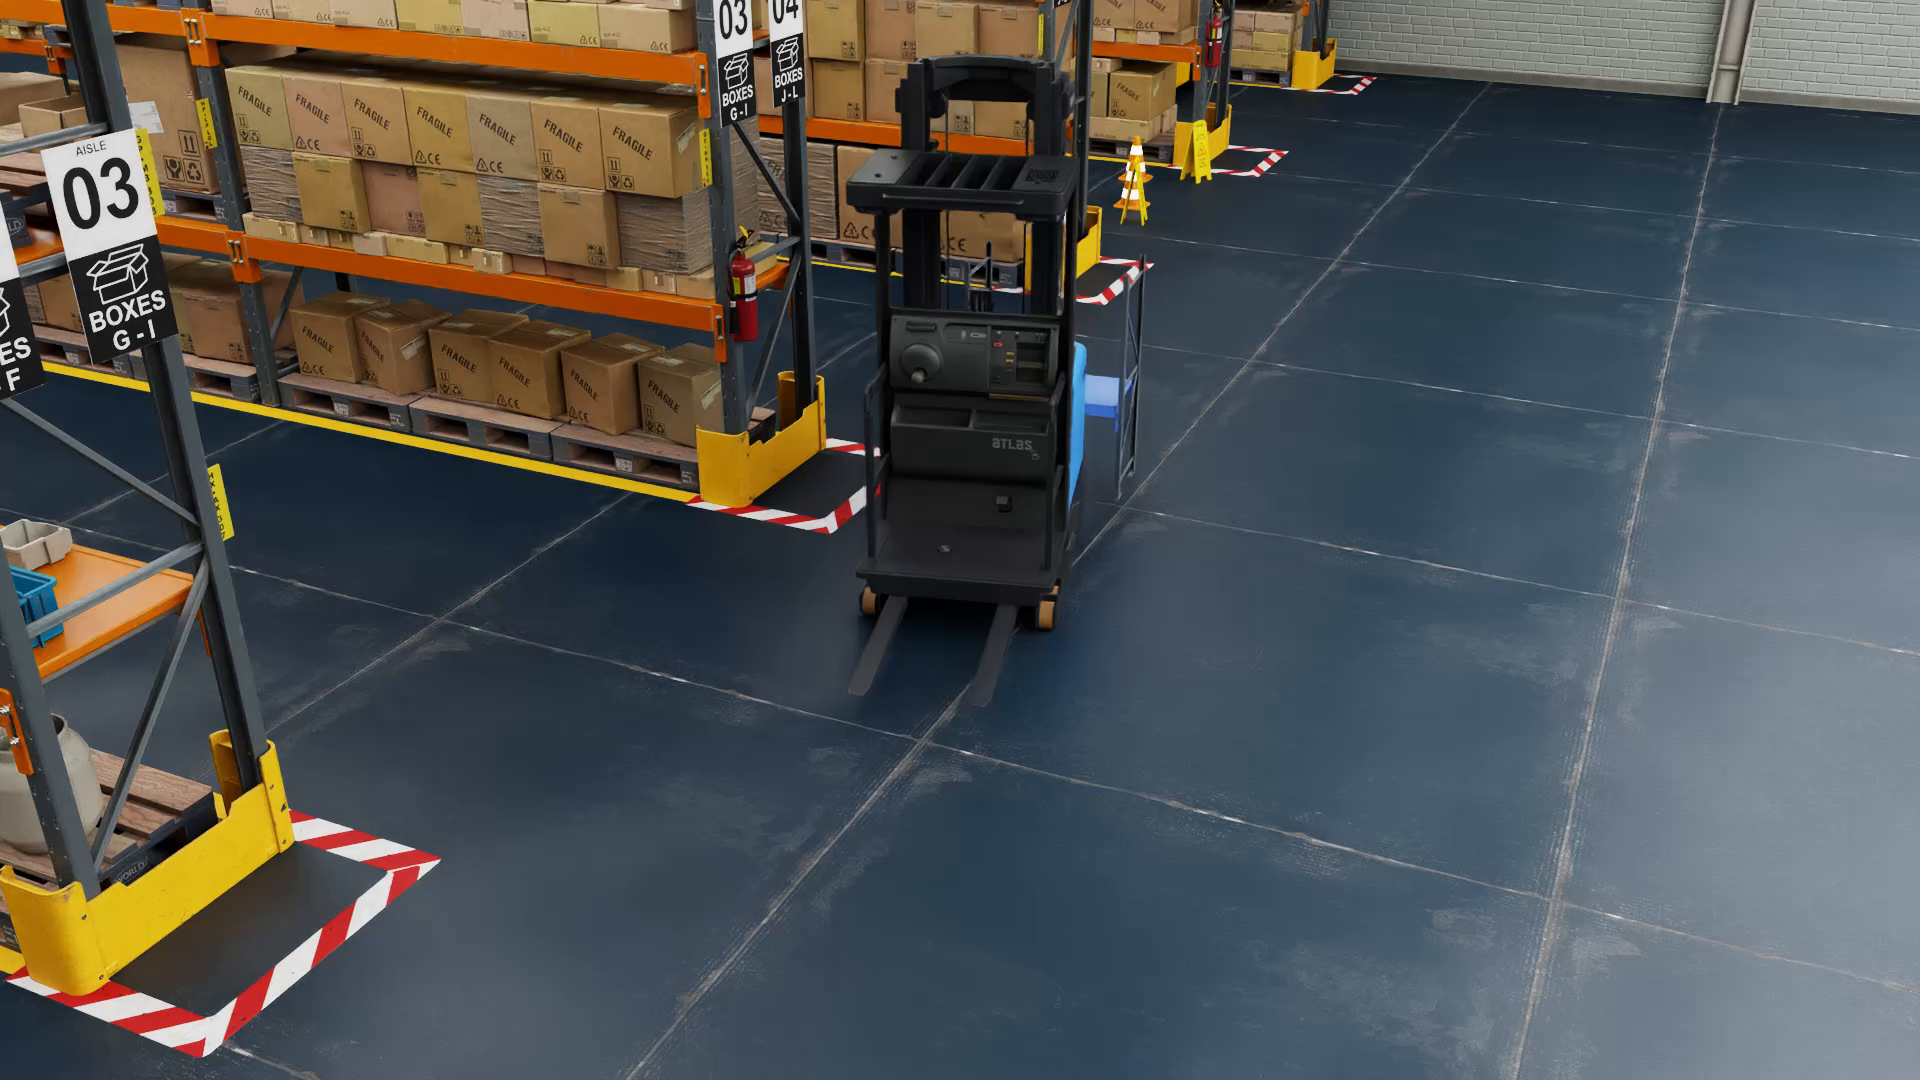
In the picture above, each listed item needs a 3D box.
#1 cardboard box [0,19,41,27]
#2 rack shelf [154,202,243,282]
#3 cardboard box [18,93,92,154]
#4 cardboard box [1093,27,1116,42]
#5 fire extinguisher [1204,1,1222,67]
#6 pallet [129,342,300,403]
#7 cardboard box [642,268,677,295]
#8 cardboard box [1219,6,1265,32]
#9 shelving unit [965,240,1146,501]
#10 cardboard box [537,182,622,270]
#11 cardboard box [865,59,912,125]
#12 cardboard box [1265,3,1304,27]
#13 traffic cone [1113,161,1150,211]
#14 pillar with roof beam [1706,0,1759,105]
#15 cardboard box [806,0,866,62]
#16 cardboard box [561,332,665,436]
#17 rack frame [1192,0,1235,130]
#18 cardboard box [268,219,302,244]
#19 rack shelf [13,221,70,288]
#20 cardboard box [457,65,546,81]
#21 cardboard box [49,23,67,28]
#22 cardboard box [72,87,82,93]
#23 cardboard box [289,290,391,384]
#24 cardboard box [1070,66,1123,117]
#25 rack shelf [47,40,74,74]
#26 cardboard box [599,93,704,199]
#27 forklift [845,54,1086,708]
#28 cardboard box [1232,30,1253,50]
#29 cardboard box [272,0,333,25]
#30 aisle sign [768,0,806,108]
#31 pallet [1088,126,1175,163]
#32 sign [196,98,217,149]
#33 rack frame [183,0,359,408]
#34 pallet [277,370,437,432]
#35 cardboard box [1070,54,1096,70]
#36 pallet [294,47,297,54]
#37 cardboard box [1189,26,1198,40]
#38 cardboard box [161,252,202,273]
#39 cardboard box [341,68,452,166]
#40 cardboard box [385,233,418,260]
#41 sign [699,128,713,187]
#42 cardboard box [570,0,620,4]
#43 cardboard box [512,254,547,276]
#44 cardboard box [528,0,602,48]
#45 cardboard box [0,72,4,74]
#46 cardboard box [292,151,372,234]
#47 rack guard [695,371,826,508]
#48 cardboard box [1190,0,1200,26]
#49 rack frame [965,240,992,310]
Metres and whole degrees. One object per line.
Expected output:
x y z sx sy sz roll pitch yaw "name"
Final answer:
-10.573 -6.116 18.826 0.500 0.500 0.500 11 28 22 "cardboard box"
-6.699 -2.567 12.883 4.000 0.370 1.077 11 28 22 "rack shelf"
-6.495 -3.039 12.434 0.637 0.503 0.797 15 30 27 "cardboard box"
1.688 -5.739 18.796 0.250 0.149 0.380 12 29 23 "cardboard box"
2.778 -5.537 18.187 0.183 0.674 0.296 11 28 22 "fire extinguisher"
-5.588 -1.415 12.885 1.213 0.211 1.003 11 28 22 "pallet"
-1.810 -1.695 10.582 0.250 0.149 0.380 11 28 22 "cardboard box"
3.901 -7.227 23.039 0.500 0.250 0.500 12 29 23 "cardboard box"
0.603 -1.102 10.791 1.048 1.500 0.538 8 27 16 "shelving unit"
-2.231 -2.126 10.722 0.500 0.500 0.875 11 28 22 "cardboard box"
-0.416 -4.130 15.074 0.550 0.550 0.875 11 28 22 "cardboard box"
4.557 -7.342 23.271 0.500 0.250 0.500 11 28 21 "cardboard box"
1.789 -3.691 17.223 0.334 0.463 0.336 11 28 22 "traffic cone"
8.335 -8.127 16.570 0.400 9.000 9.100 11 28 22 "pillar with roof beam"
-0.943 -4.669 14.945 0.500 0.550 0.875 11 28 22 "cardboard box"
-2.357 -1.076 11.395 0.500 0.500 0.500 20 33 35 "cardboard box"
2.865 -5.778 18.589 0.127 3.000 1.000 11 28 22 "rack frame"
-4.585 -2.200 11.608 0.250 0.149 0.380 11 28 22 "cardboard box"
-5.108 -1.190 6.690 4.000 0.370 1.077 11 28 22 "rack shelf"
-2.991 -2.904 11.171 0.500 0.500 0.500 11 28 22 "cardboard box"
-9.848 -5.782 18.406 0.250 0.149 0.380 10 28 19 "cardboard box"
-10.244 -5.285 19.668 0.250 0.149 0.380 13 29 24 "cardboard box"
-4.531 -1.502 12.259 0.500 0.500 0.500 10 28 20 "cardboard box"
1.551 -5.205 19.214 0.500 0.500 0.500 12 29 24 "cardboard box"
-8.195 -5.274 18.382 4.000 0.370 1.077 11 28 22 "rack shelf"
-1.840 -2.421 10.189 0.500 0.500 0.500 11 28 22 "cardboard box"
0.041 -0.986 8.935 1.130 2.935 3.031 4 27 9 "forklift"
3.892 -7.013 23.169 0.500 0.250 0.500 11 28 21 "cardboard box"
-4.091 -3.523 10.783 0.500 0.250 0.500 11 28 21 "cardboard box"
-1.057 -3.069 10.143 0.004 0.787 0.394 11 28 22 "aisle sign"
2.071 -4.703 19.564 1.213 0.211 1.003 11 28 22 "pallet"
-5.105 -2.820 11.271 0.005 0.325 0.100 11 28 22 "sign"
-4.879 -2.524 11.981 0.127 3.000 1.000 11 28 22 "rack frame"
-4.253 -1.165 12.377 1.213 0.211 1.003 11 28 22 "pallet"
1.438 -5.489 19.057 0.250 0.149 0.380 12 29 23 "cardboard box"
-7.067 -5.233 17.700 1.003 0.211 1.213 11 28 22 "pallet"
2.641 -5.810 18.940 0.250 0.149 0.380 11 28 22 "cardboard box"
-6.364 -1.918 13.082 0.500 0.500 0.700 9 28 17 "cardboard box"
-3.663 -2.784 10.927 0.500 0.500 0.500 11 28 22 "cardboard box"
-3.659 -2.033 11.267 0.250 0.149 0.380 11 28 22 "cardboard box"
-1.485 -2.235 9.724 0.005 0.325 0.100 11 28 22 "sign"
-2.102 -3.276 9.831 0.250 0.149 0.380 10 28 20 "cardboard box"
-2.727 -1.871 10.939 0.250 0.149 0.380 11 28 22 "cardboard box"
-2.237 -3.147 10.021 0.500 0.250 0.500 12 28 22 "cardboard box"
-11.906 -5.618 20.343 0.250 0.149 0.380 10 28 20 "cardboard box"
-4.054 -2.490 11.461 0.500 0.500 0.875 11 28 22 "cardboard box"
-1.306 -0.685 11.076 0.348 0.500 1.175 11 28 22 "rack guard"
2.548 -6.154 18.904 0.500 0.500 0.500 11 28 21 "cardboard box"
0.119 -1.171 10.931 0.032 1.500 0.500 8 27 16 "rack frame"
